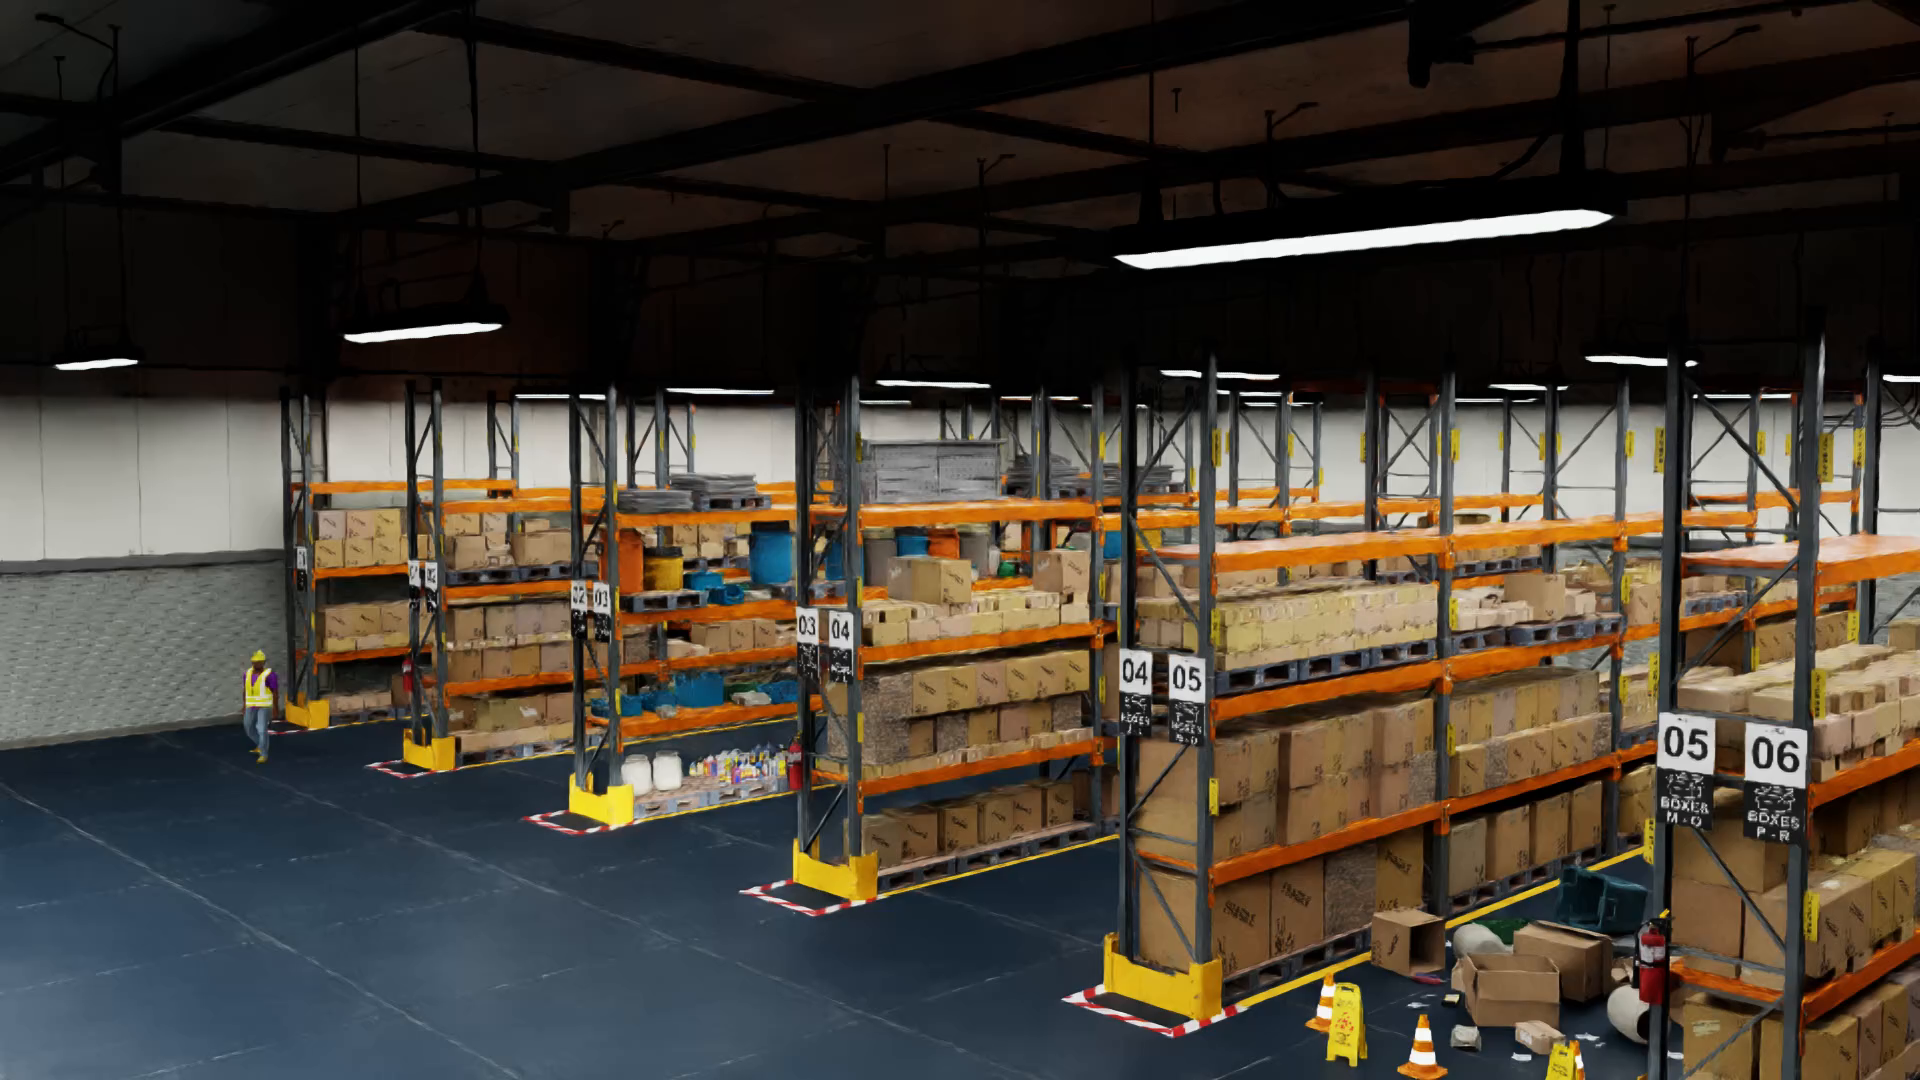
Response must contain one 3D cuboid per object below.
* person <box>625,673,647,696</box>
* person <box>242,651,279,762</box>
[{"bbox_3d":[-6.300,2.206,32.101,0.608,1.787,0.489,-1,4,-14],"label":"person"},{"bbox_3d":[-11.035,2.614,26.261,0.613,1.756,0.576,1,4,11],"label":"person"}]
